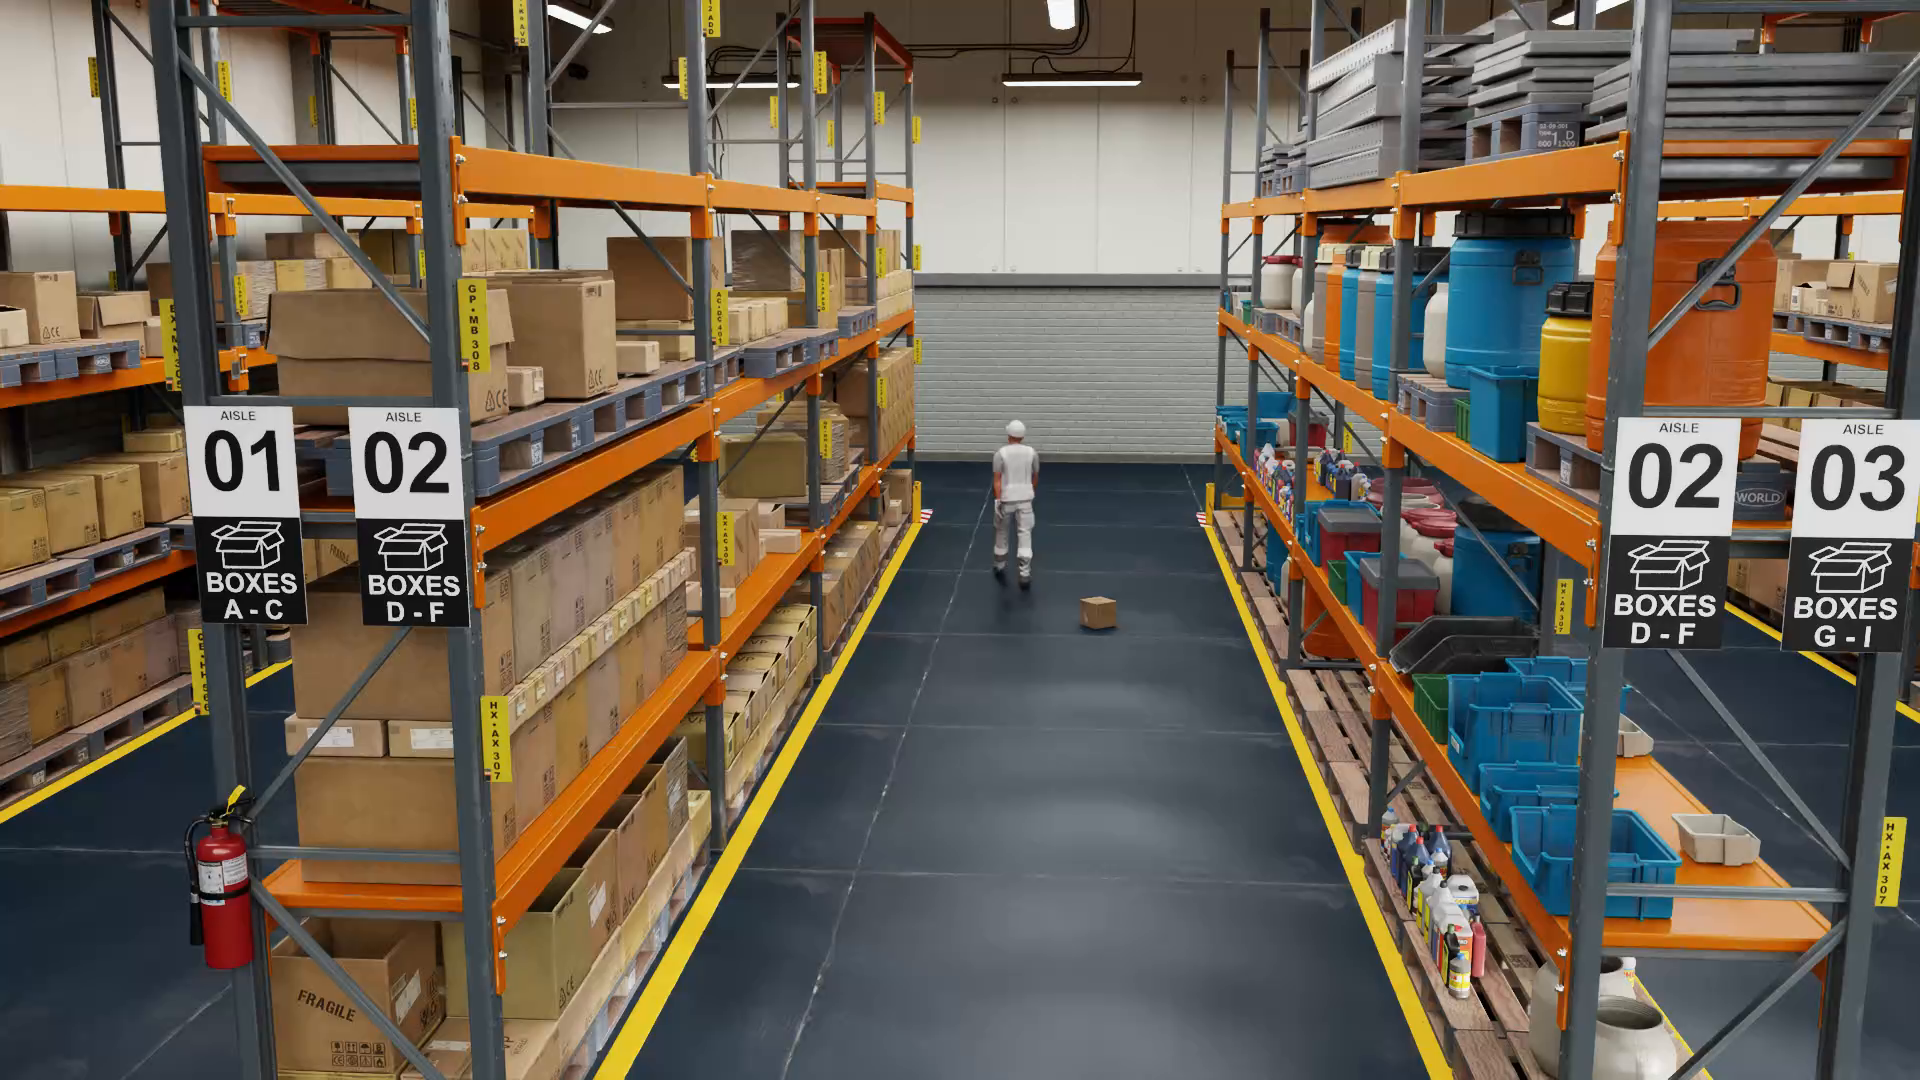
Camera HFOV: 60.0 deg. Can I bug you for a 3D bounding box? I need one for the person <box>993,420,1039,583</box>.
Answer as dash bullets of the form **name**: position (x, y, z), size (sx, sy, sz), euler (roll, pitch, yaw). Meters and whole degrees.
- **person**: position (0.594, -0.458, 18.184), size (0.522, 1.733, 1.010), euler (-1, 11, -5)
